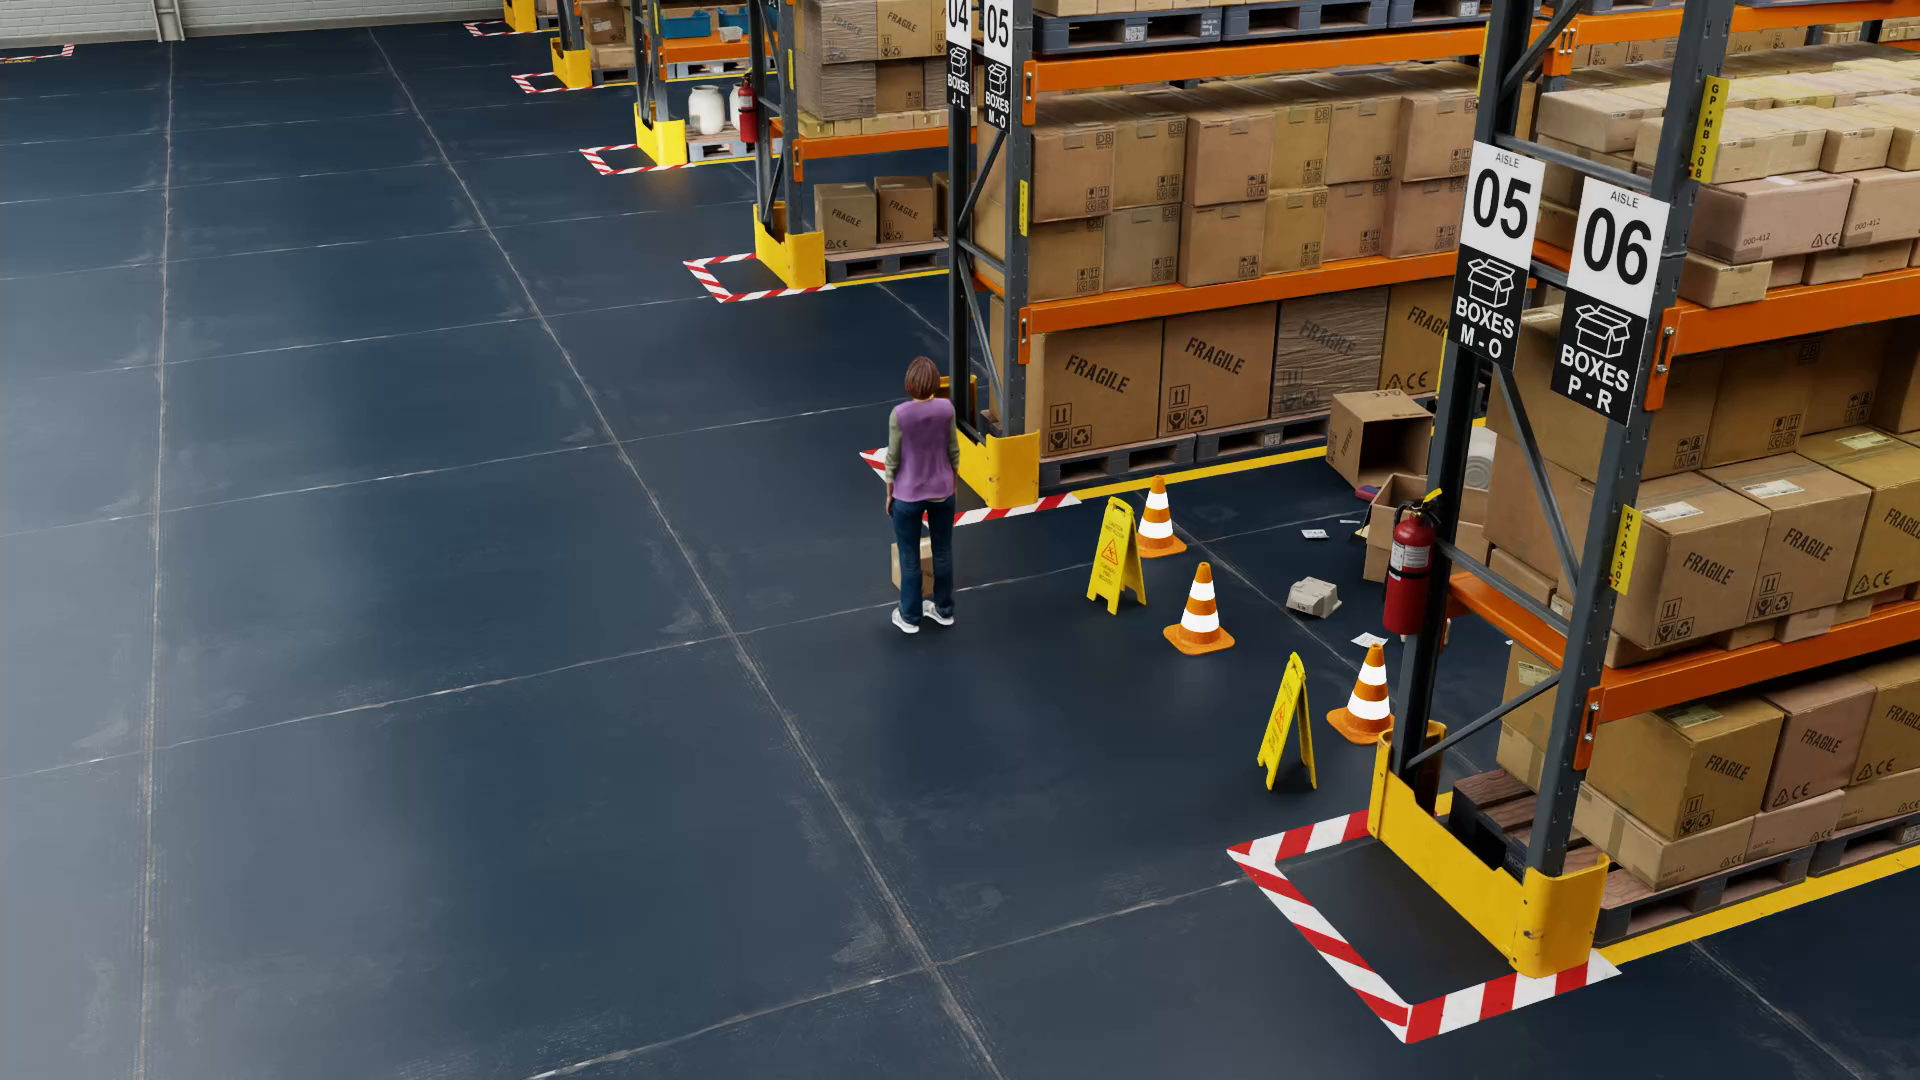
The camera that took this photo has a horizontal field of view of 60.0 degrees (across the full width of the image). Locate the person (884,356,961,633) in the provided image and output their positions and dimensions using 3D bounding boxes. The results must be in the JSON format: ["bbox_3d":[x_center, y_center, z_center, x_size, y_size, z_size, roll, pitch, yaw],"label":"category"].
[{"bbox_3d":[-0.205,-0.244,9.069,0.424,1.607,0.321,-8,27,-15],"label":"person"}]
